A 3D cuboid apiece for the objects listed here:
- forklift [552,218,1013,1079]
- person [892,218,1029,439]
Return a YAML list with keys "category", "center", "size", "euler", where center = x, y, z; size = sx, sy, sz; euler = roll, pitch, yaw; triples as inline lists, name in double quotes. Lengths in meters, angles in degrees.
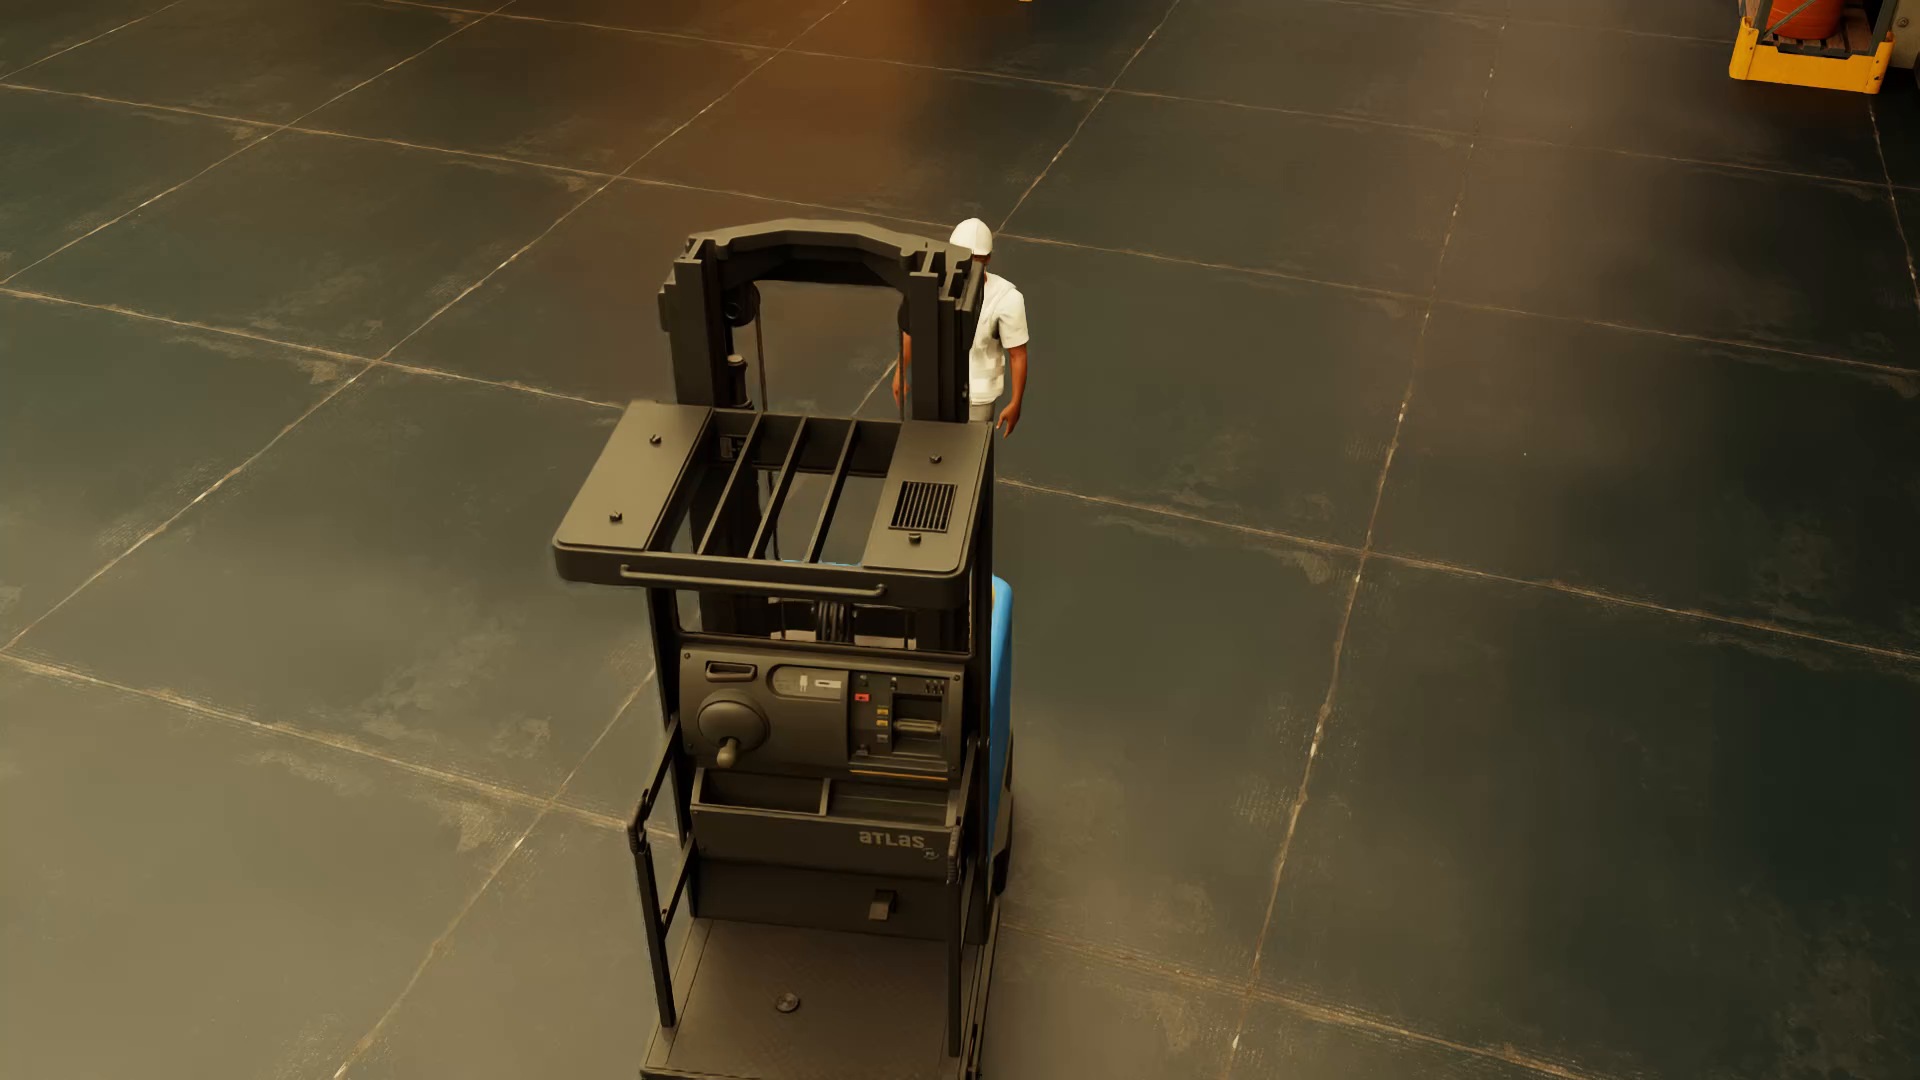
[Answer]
- category: "forklift"
  center: [-0.475, 0.630, 5.222]
  size: [1.130, 2.935, 3.031]
  euler: [4, 36, 6]
- category: "person"
  center: [-0.028, -0.689, 8.077]
  size: [0.666, 1.768, 0.575]
  euler: [12, 37, 16]
